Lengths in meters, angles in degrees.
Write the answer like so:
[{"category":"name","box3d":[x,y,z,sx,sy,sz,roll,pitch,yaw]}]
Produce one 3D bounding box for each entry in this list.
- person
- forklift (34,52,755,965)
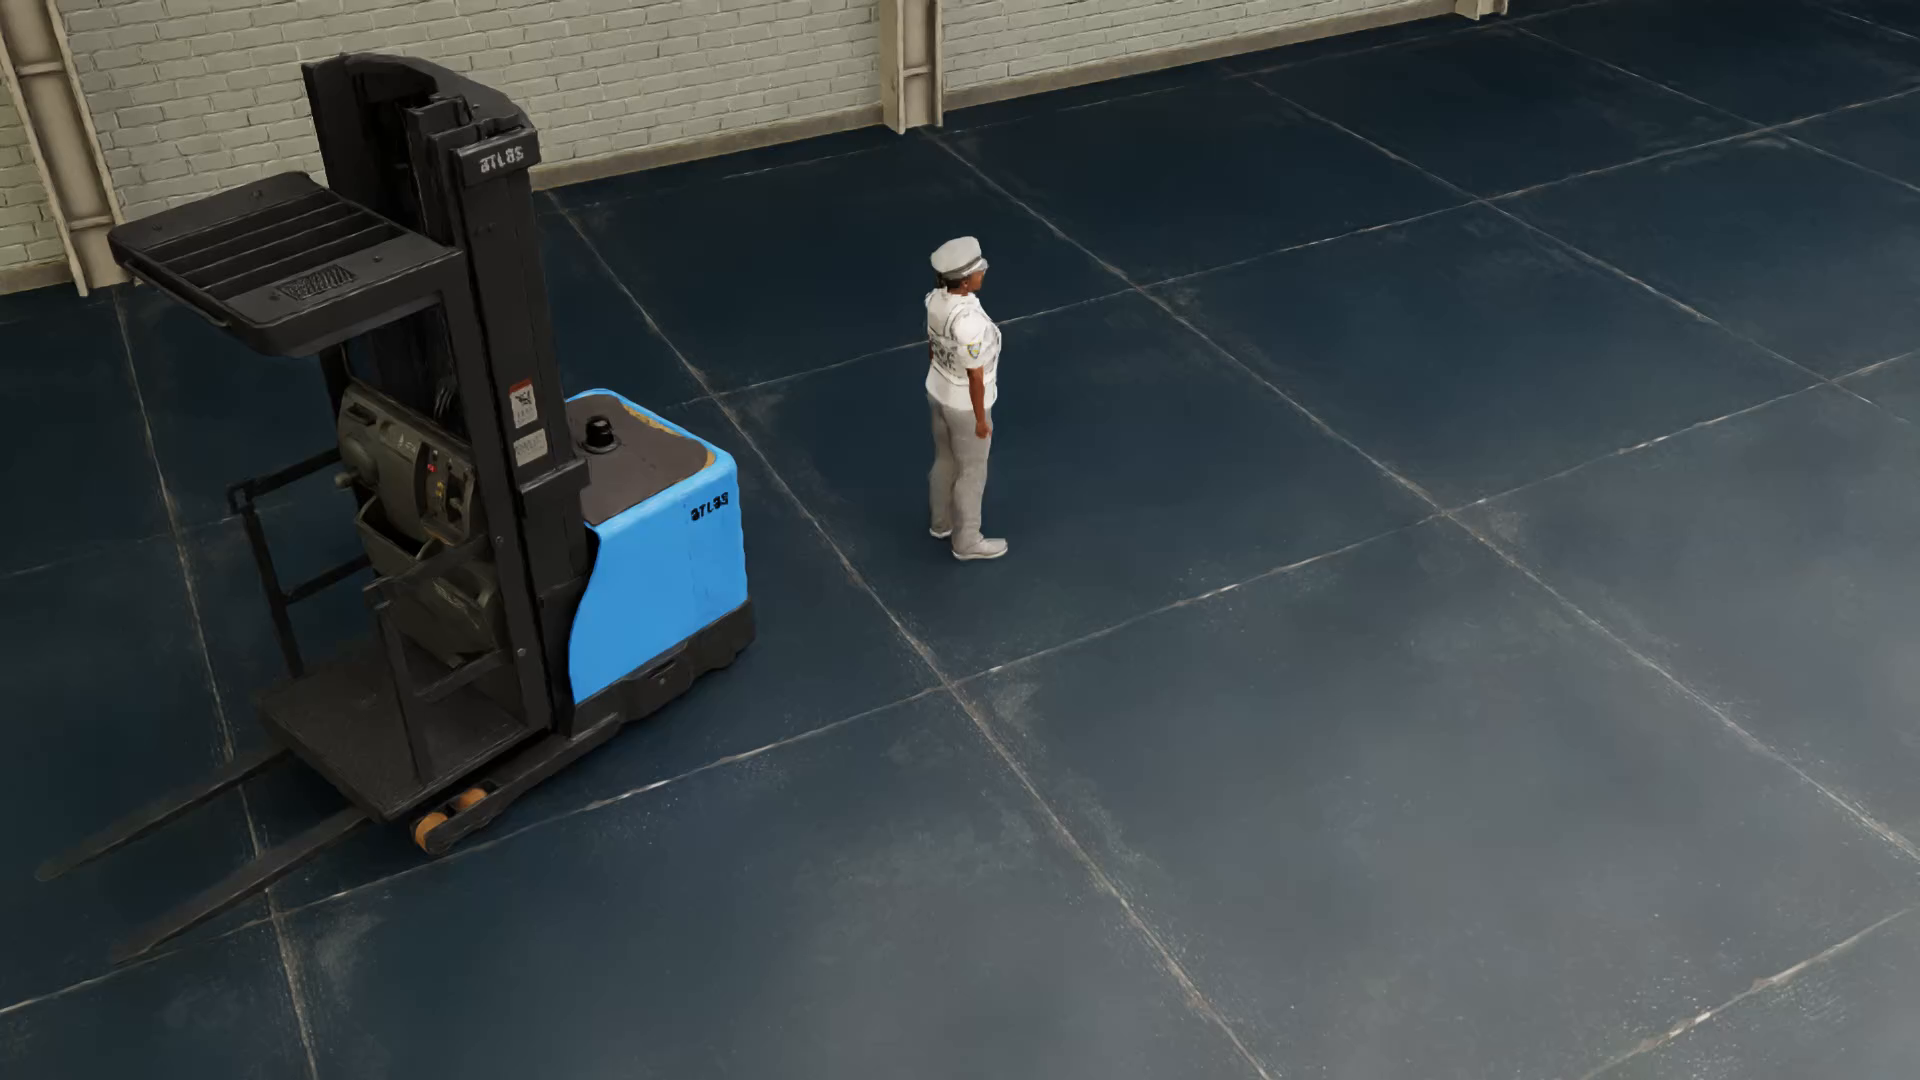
[{"category":"person","box3d":[0.021,-0.689,8.180,0.338,1.688,0.446,-17,39,-23]},{"category":"forklift","box3d":[-2.331,-0.241,6.463,1.130,2.935,3.031,27,44,33]}]
